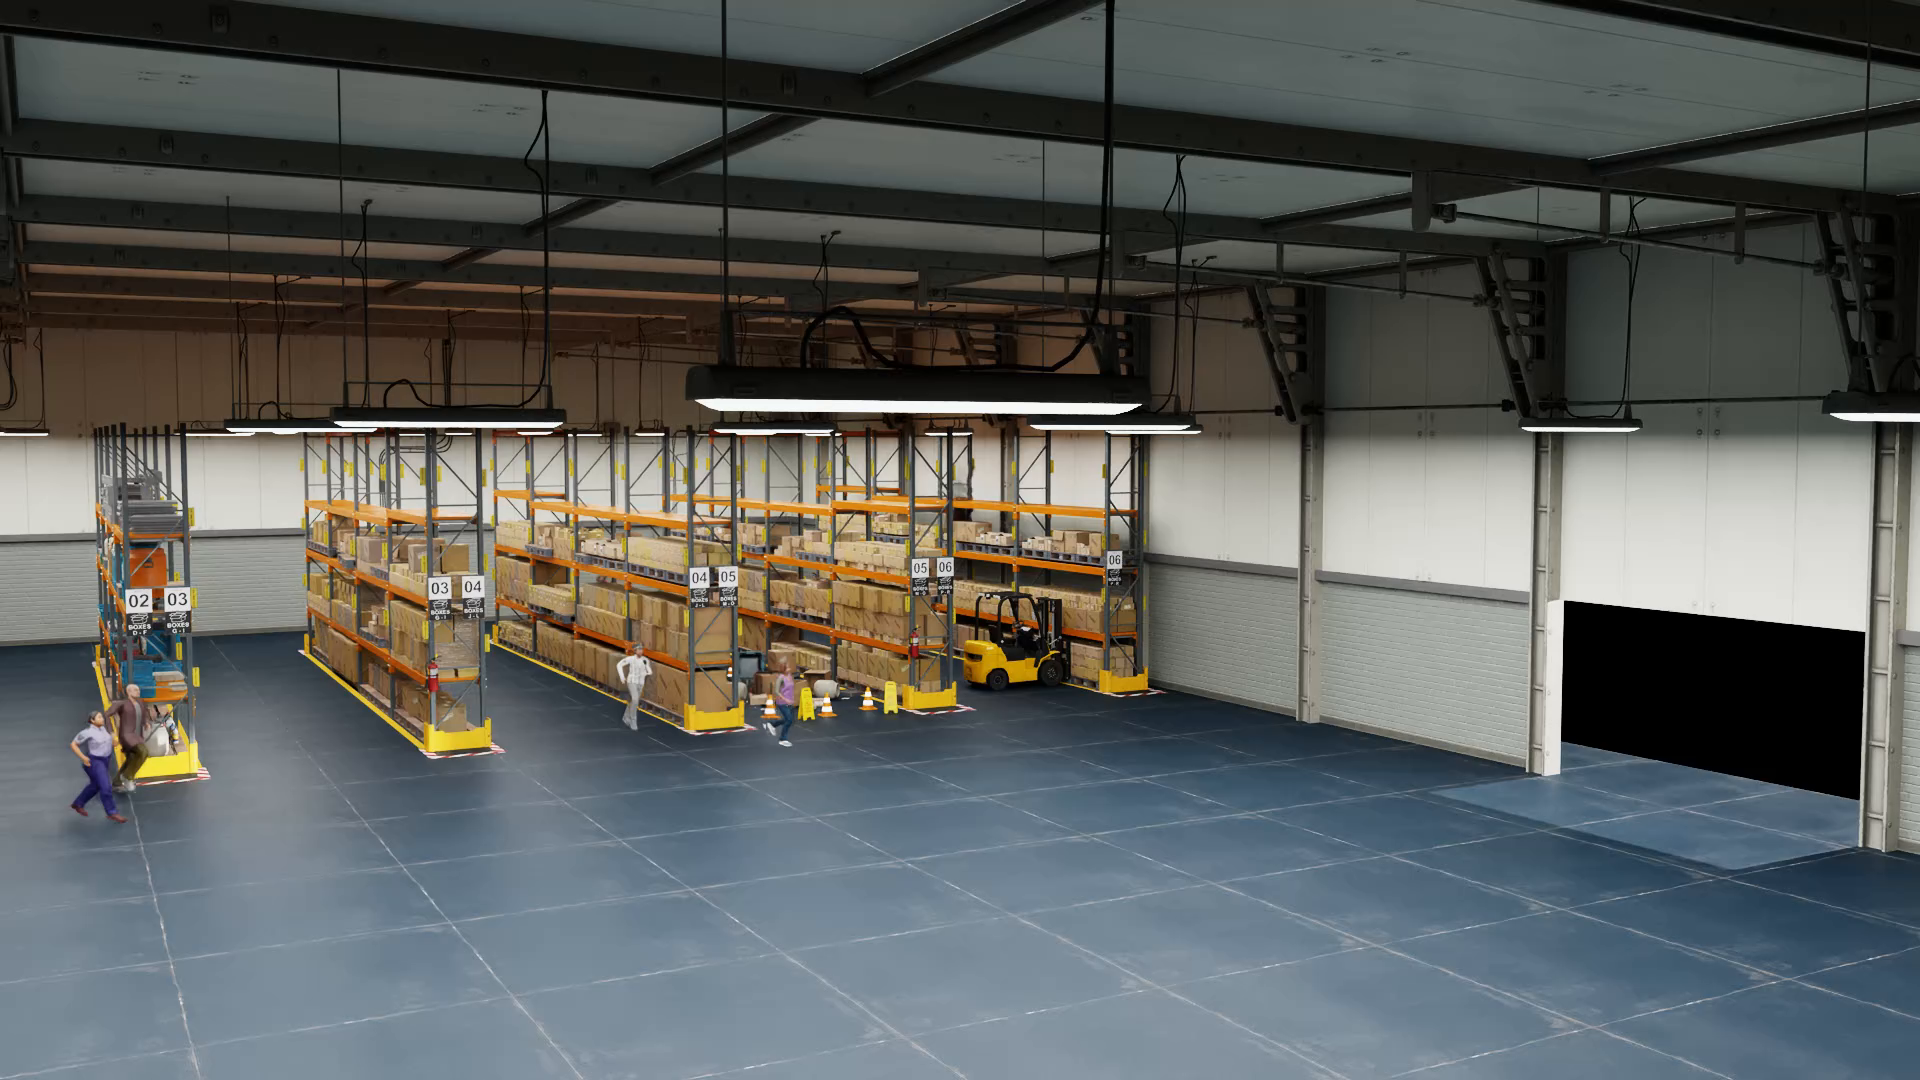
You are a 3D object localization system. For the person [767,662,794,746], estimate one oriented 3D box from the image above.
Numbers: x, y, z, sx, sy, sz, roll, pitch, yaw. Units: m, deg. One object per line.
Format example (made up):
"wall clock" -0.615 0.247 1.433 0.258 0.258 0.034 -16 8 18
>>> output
"person" -3.346 3.066 31.149 0.607 1.578 0.556 1 4 23

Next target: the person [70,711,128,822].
"person" -12.900 3.374 24.864 0.920 1.658 0.598 0 3 -1

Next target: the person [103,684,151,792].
"person" -13.425 3.208 27.019 0.672 1.712 0.697 1 4 12

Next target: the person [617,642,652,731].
"person" -6.444 2.892 33.065 0.605 1.720 0.716 -3 5 -42

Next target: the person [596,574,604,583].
"person" -10.601 1.880 49.623 0.734 1.733 0.667 -2 4 -24
